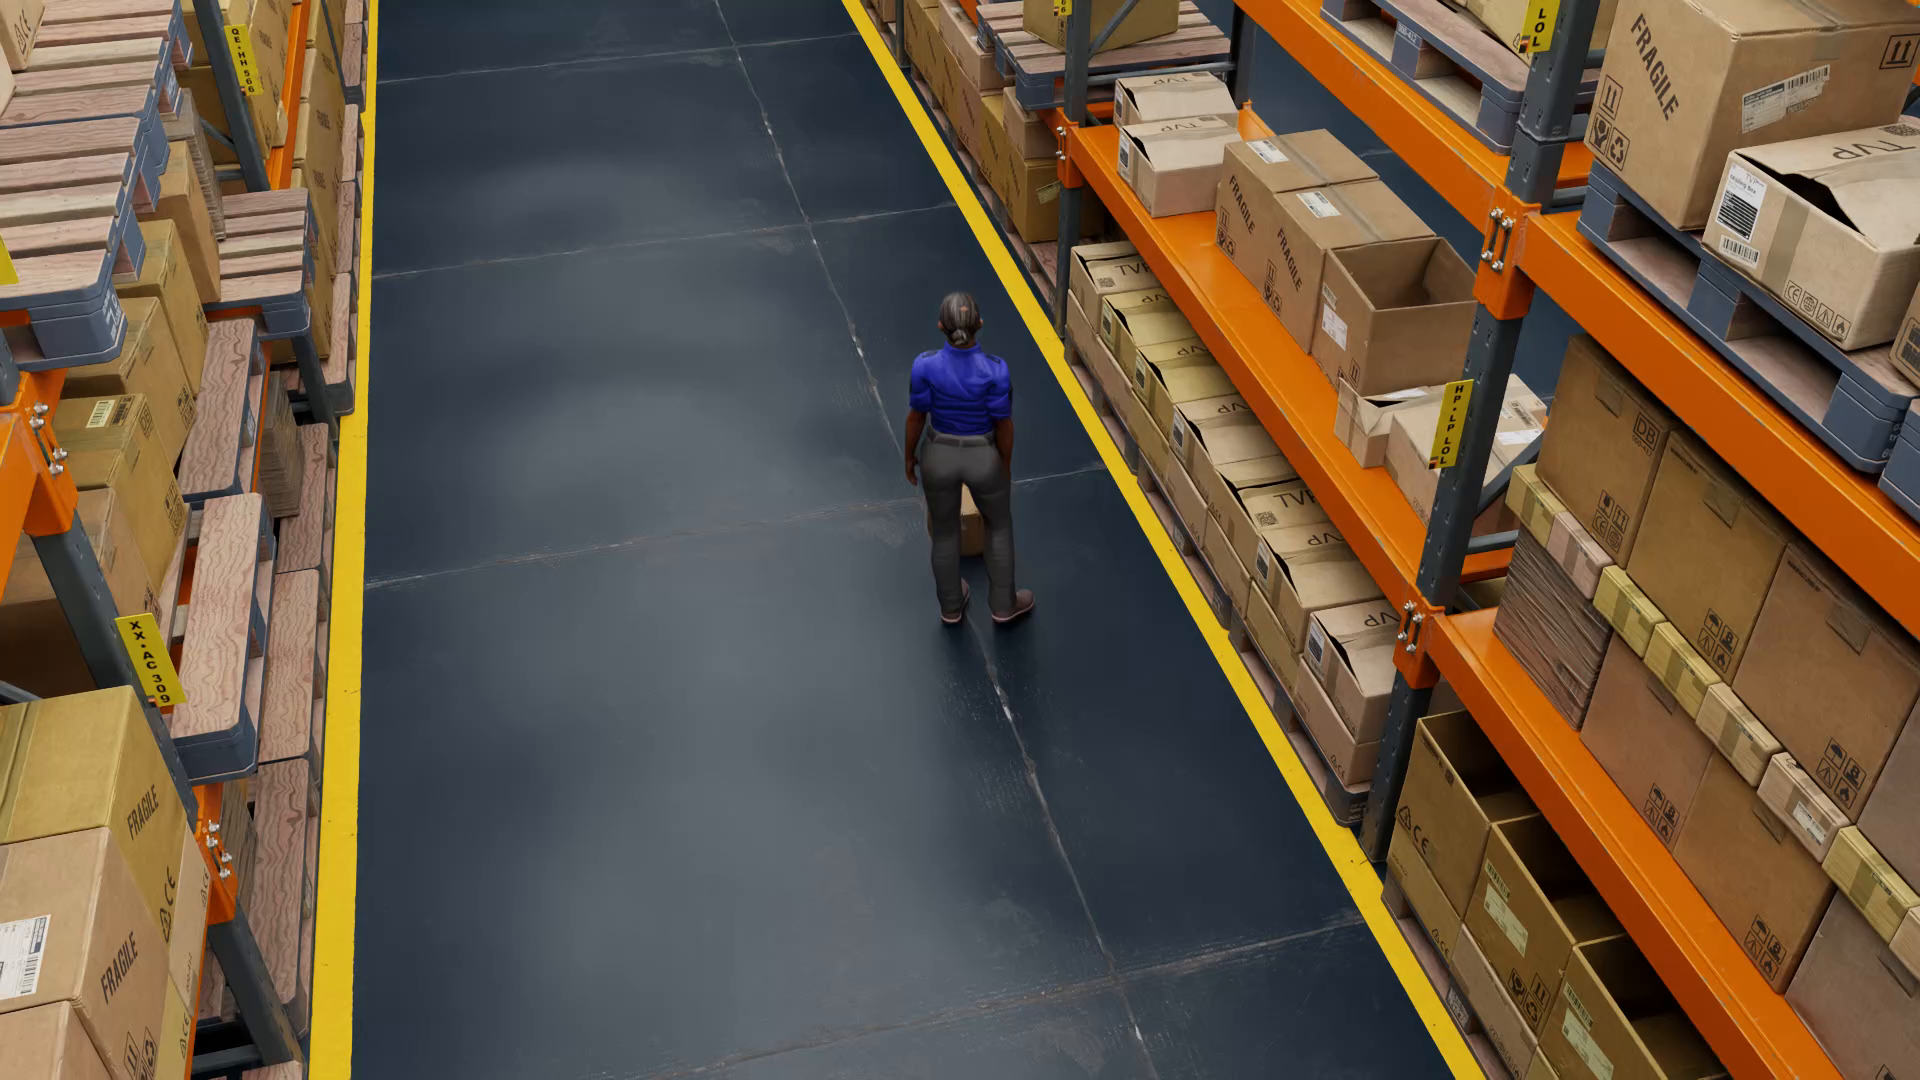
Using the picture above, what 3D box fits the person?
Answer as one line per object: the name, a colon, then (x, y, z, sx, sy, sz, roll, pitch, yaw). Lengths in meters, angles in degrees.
person: (0.051, -0.324, 7.134, 0.579, 1.663, 0.322, 2, 38, 2)
